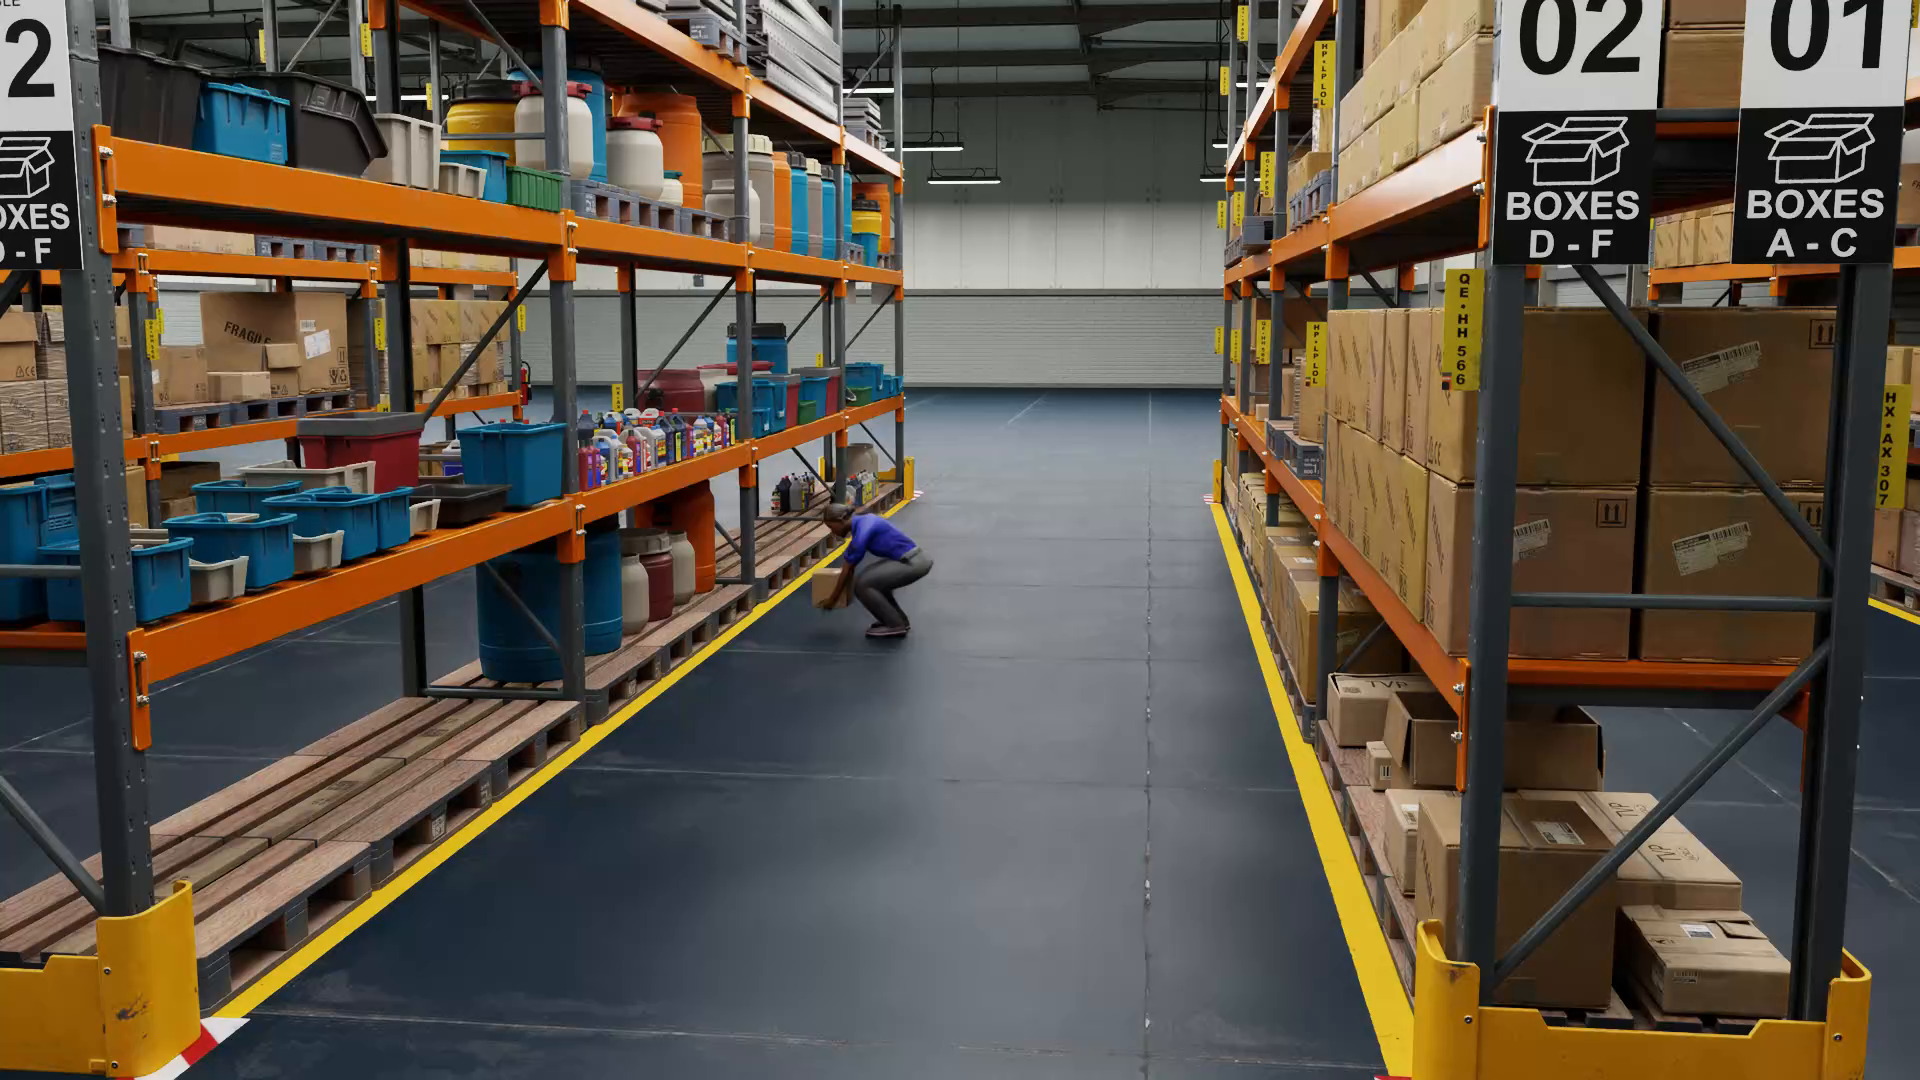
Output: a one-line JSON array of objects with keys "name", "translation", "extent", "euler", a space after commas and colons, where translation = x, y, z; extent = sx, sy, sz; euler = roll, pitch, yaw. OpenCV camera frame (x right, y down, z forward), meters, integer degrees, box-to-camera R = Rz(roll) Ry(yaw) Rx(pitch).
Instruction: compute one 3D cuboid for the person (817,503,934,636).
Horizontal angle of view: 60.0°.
[{"name": "person", "translation": [-0.604, 0.209, 11.947], "extent": [0.820, 0.955, 0.453], "euler": [1, 8, 5]}]
